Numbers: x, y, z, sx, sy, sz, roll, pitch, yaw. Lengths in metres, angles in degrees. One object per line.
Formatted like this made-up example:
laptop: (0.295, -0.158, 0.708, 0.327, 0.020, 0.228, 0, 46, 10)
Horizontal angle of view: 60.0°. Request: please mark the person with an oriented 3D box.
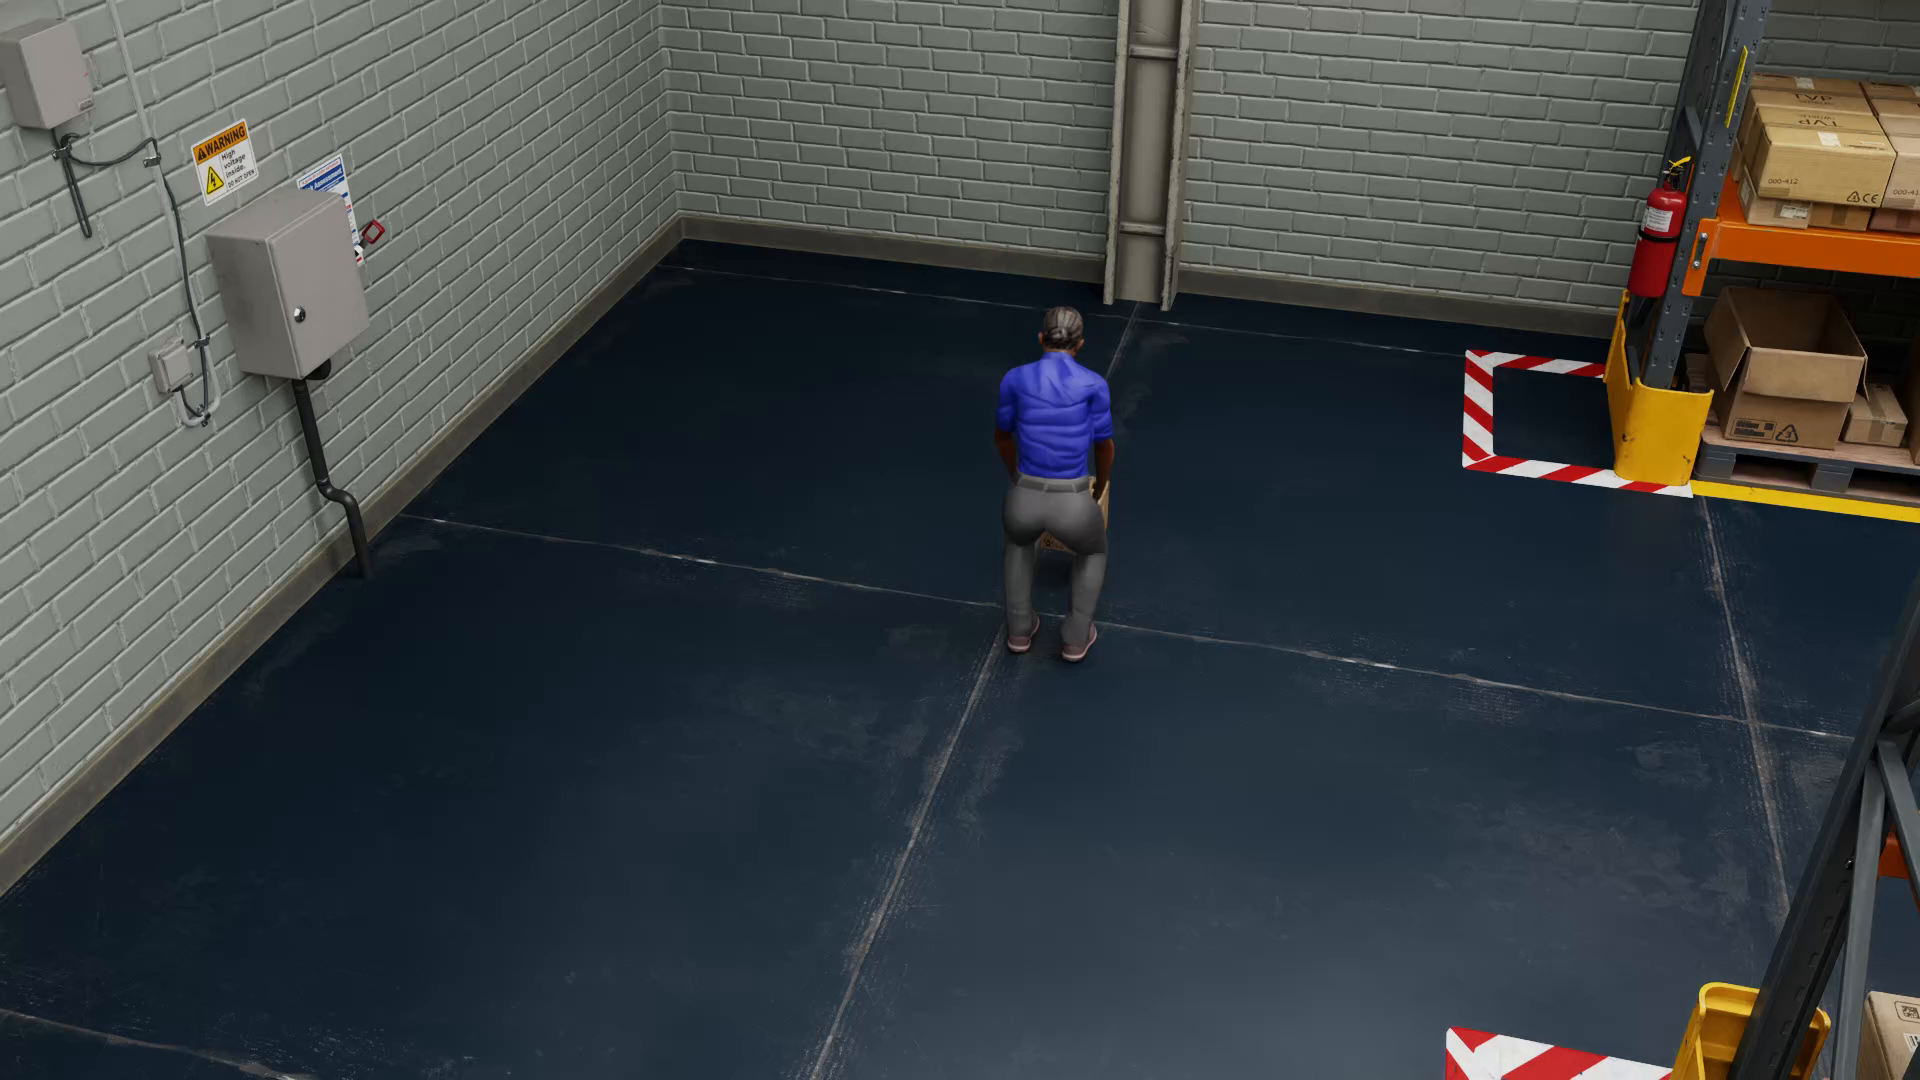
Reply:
person: (0.354, -0.195, 6.677, 0.494, 1.417, 0.597, 8, 34, 13)
